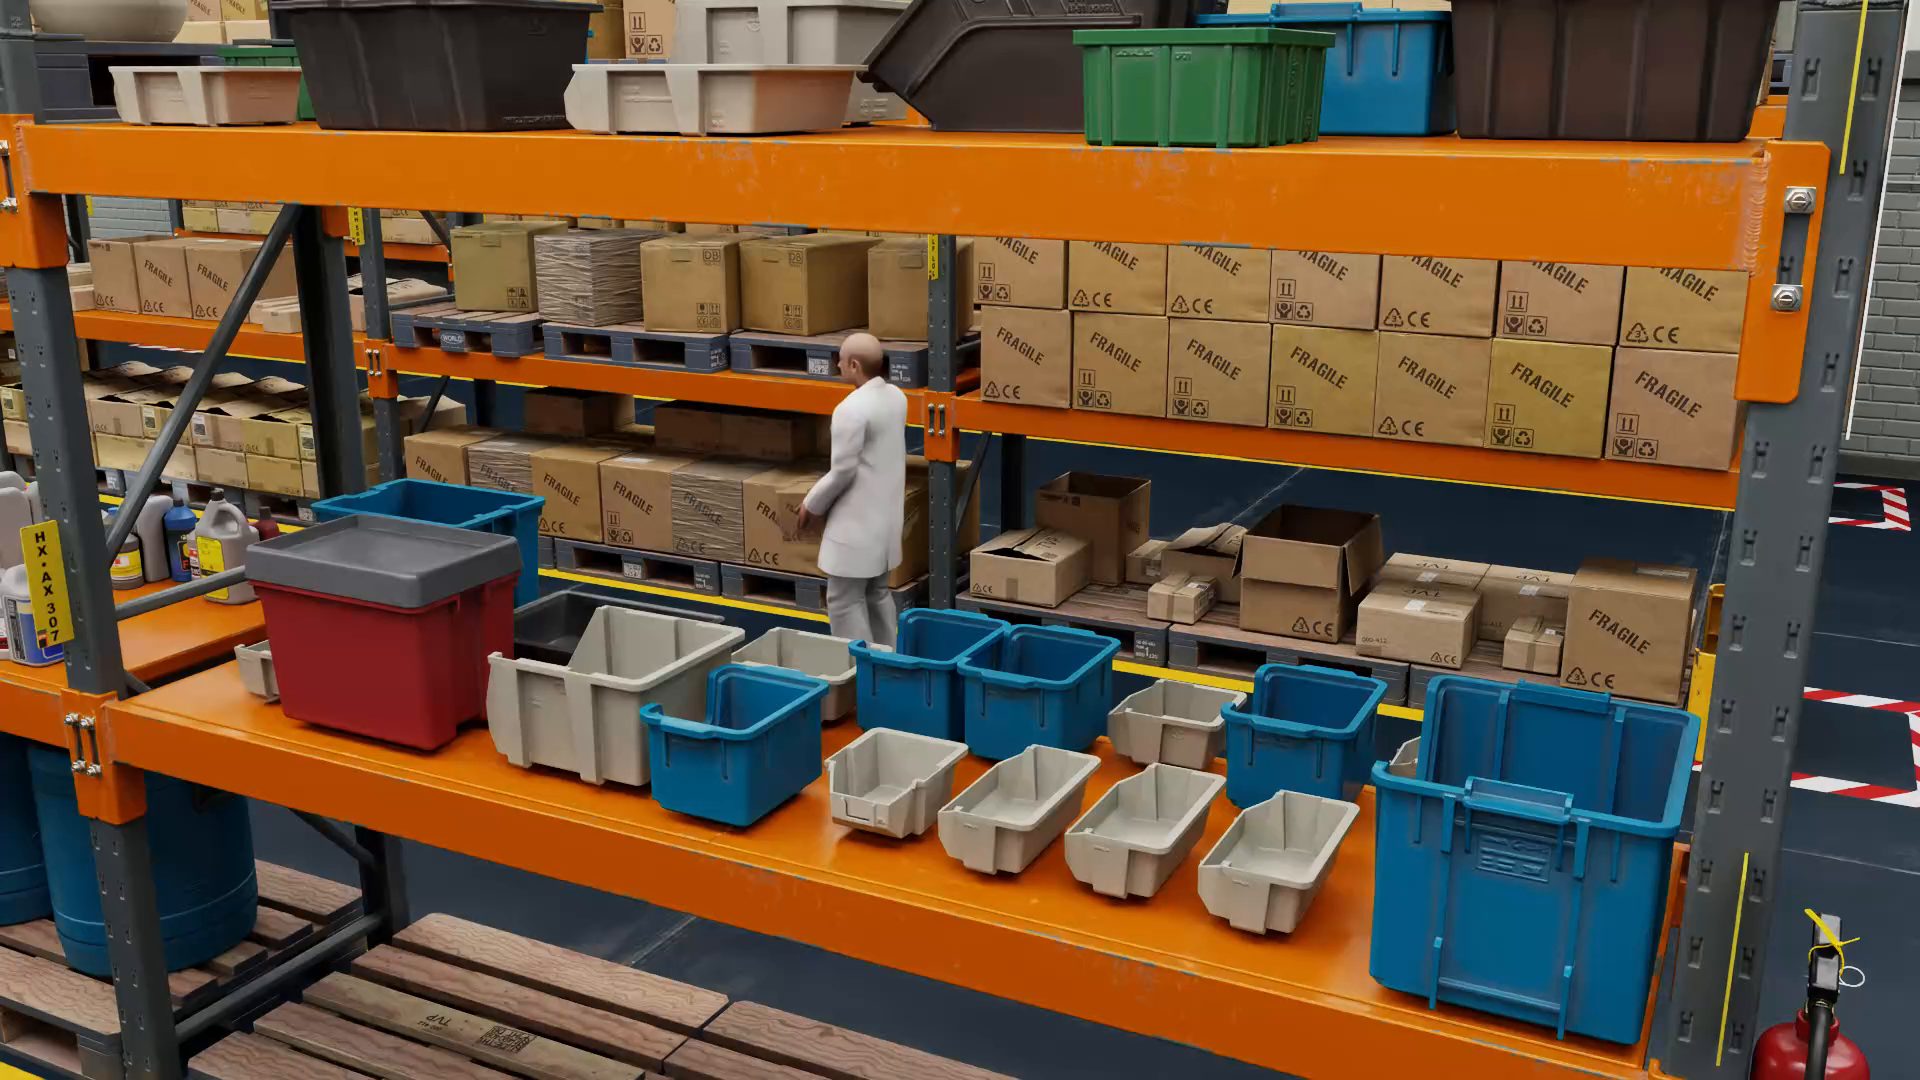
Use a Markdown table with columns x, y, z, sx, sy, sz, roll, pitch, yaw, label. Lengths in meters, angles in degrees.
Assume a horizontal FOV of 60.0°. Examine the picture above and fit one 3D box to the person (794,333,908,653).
| x | y | z | sx | sy | sz | roll | pitch | yaw | label |
| --- | --- | --- | --- | --- | --- | --- | --- | --- | --- |
| -0.508 | -0.101 | 7.903 | 0.479 | 1.782 | 0.572 | 7 | 17 | 25 | person |
